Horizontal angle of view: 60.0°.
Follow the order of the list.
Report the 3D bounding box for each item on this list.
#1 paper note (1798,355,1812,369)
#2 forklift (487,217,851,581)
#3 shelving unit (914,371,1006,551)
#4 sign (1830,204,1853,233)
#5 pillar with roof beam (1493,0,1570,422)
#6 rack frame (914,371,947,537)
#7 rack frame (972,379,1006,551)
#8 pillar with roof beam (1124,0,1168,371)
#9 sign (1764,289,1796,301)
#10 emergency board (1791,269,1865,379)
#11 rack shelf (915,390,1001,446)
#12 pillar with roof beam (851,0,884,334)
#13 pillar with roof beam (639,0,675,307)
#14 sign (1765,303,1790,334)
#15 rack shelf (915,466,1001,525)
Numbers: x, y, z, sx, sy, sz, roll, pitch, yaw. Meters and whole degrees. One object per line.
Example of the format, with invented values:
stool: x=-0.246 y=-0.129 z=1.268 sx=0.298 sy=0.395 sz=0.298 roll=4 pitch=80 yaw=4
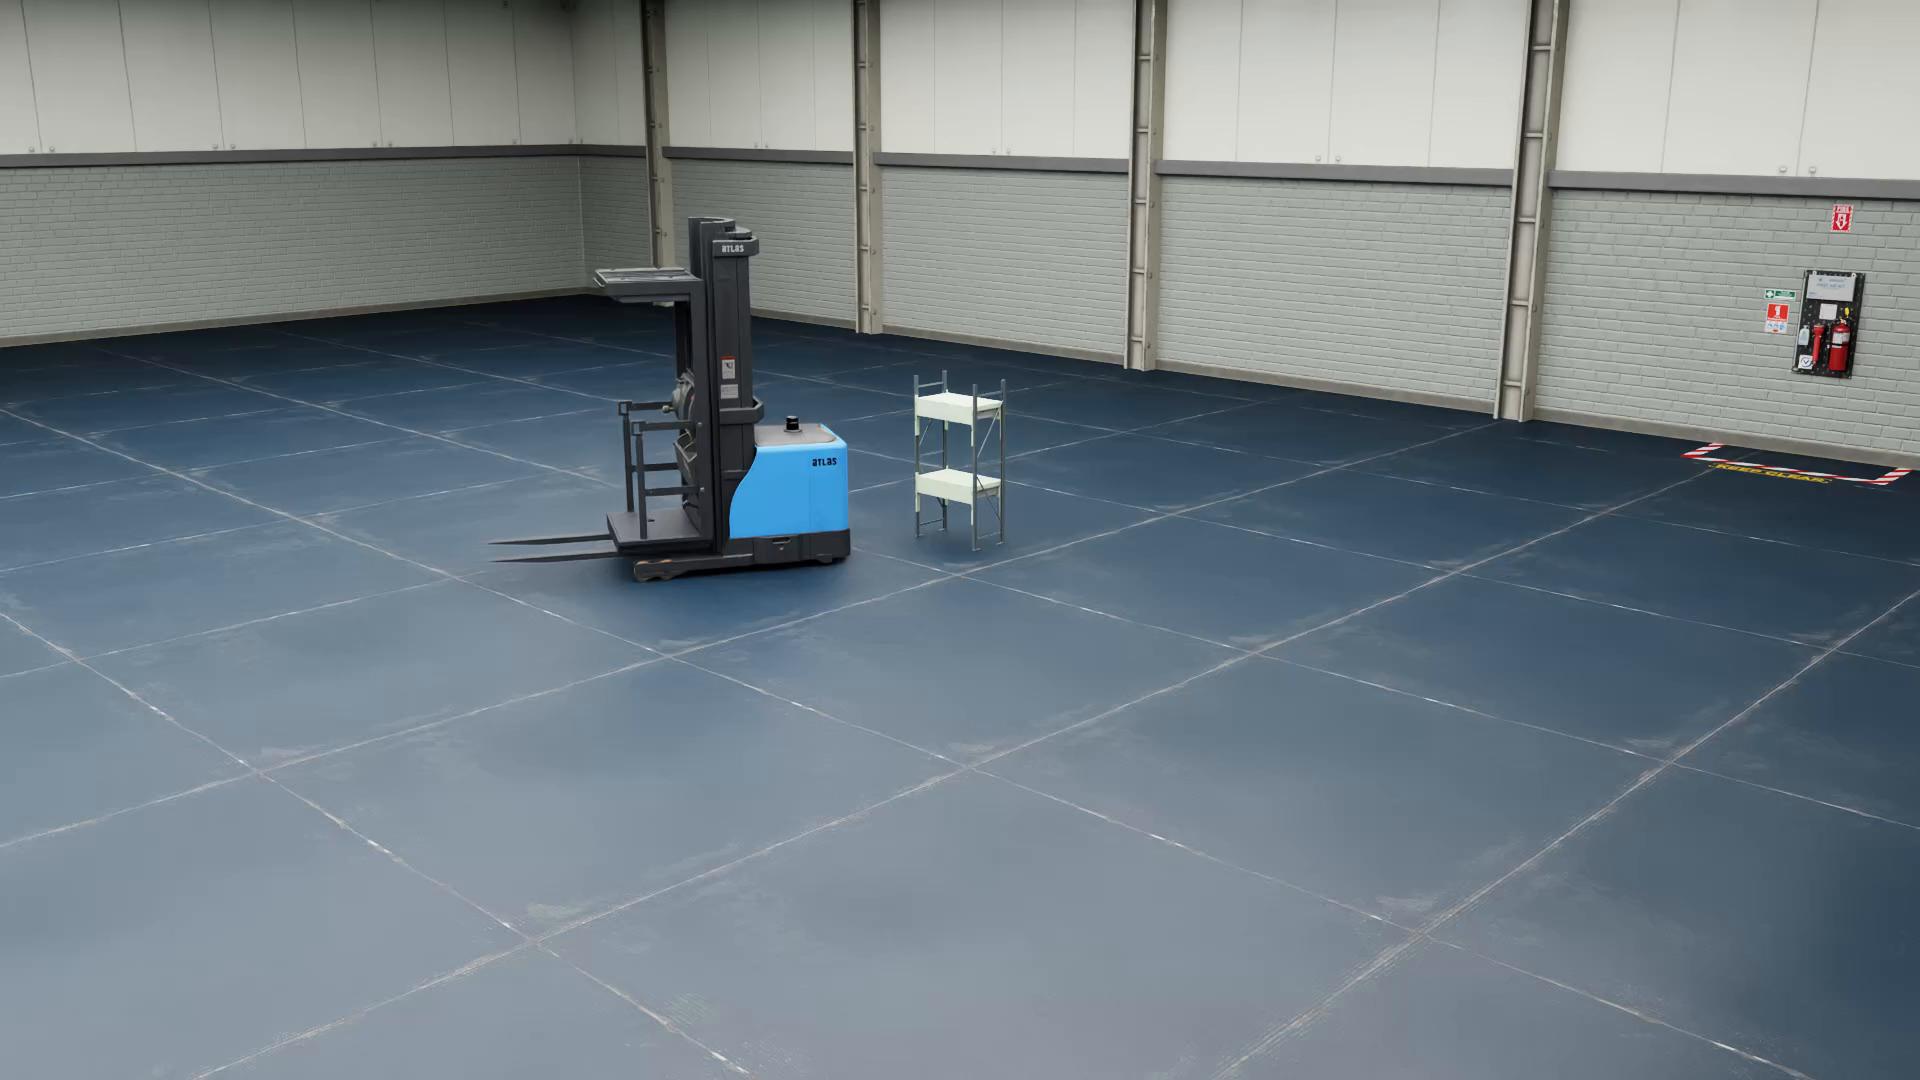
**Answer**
paper note: x=9.540 y=-2.007 z=18.753 sx=0.142 sy=0.148 sz=0.016 roll=14 pitch=20 yaw=42
forklift: x=-2.530 y=-1.222 z=14.127 sx=3.031 sy=2.935 sz=1.130 roll=-4 pitch=15 yaw=-17
shelving unit: x=-0.005 y=-0.727 z=15.065 sx=0.755 sy=1.500 sz=0.431 roll=14 pitch=20 yaw=42
sign: x=9.683 y=-3.532 z=18.257 sx=0.199 sy=0.298 sz=0.001 roll=14 pitch=20 yaw=42
pillar with roof beam: x=4.064 y=-5.123 z=17.063 sx=0.400 sy=9.000 sz=9.100 roll=14 pitch=20 yaw=42
rack frame: x=-0.268 y=-0.791 z=15.311 sx=0.023 sy=1.500 sz=0.400 roll=14 pitch=20 yaw=42
rack frame: x=0.259 y=-0.663 z=14.820 sx=0.023 sy=1.500 sz=0.400 roll=14 pitch=20 yaw=42
pillar with roof beam: x=-0.255 y=-6.173 z=21.093 sx=0.400 sy=9.000 sz=9.100 roll=14 pitch=20 yaw=42
sign: x=9.290 y=-2.777 z=18.837 sx=0.331 sy=0.109 sz=0.001 roll=14 pitch=20 yaw=42
emergency board: x=9.619 y=-2.390 z=18.474 sx=0.643 sy=1.169 sz=0.194 roll=14 pitch=20 yaw=42
rack shelf: x=-0.005 y=-1.105 z=14.967 sx=0.720 sy=0.370 sz=0.431 roll=14 pitch=20 yaw=42
pillar with roof beam: x=-4.574 y=-7.223 z=25.123 sx=0.400 sy=9.000 sz=9.100 roll=14 pitch=20 yaw=42
pillar with roof beam: x=-8.893 y=-8.273 z=29.153 sx=0.400 sy=9.000 sz=9.100 roll=14 pitch=20 yaw=42
sign: x=9.293 y=-2.523 z=18.913 sx=0.234 sy=0.329 sz=0.001 roll=14 pitch=20 yaw=42
rack shelf: x=-0.005 y=-0.411 z=15.148 sx=0.720 sy=0.370 sz=0.431 roll=14 pitch=20 yaw=42
